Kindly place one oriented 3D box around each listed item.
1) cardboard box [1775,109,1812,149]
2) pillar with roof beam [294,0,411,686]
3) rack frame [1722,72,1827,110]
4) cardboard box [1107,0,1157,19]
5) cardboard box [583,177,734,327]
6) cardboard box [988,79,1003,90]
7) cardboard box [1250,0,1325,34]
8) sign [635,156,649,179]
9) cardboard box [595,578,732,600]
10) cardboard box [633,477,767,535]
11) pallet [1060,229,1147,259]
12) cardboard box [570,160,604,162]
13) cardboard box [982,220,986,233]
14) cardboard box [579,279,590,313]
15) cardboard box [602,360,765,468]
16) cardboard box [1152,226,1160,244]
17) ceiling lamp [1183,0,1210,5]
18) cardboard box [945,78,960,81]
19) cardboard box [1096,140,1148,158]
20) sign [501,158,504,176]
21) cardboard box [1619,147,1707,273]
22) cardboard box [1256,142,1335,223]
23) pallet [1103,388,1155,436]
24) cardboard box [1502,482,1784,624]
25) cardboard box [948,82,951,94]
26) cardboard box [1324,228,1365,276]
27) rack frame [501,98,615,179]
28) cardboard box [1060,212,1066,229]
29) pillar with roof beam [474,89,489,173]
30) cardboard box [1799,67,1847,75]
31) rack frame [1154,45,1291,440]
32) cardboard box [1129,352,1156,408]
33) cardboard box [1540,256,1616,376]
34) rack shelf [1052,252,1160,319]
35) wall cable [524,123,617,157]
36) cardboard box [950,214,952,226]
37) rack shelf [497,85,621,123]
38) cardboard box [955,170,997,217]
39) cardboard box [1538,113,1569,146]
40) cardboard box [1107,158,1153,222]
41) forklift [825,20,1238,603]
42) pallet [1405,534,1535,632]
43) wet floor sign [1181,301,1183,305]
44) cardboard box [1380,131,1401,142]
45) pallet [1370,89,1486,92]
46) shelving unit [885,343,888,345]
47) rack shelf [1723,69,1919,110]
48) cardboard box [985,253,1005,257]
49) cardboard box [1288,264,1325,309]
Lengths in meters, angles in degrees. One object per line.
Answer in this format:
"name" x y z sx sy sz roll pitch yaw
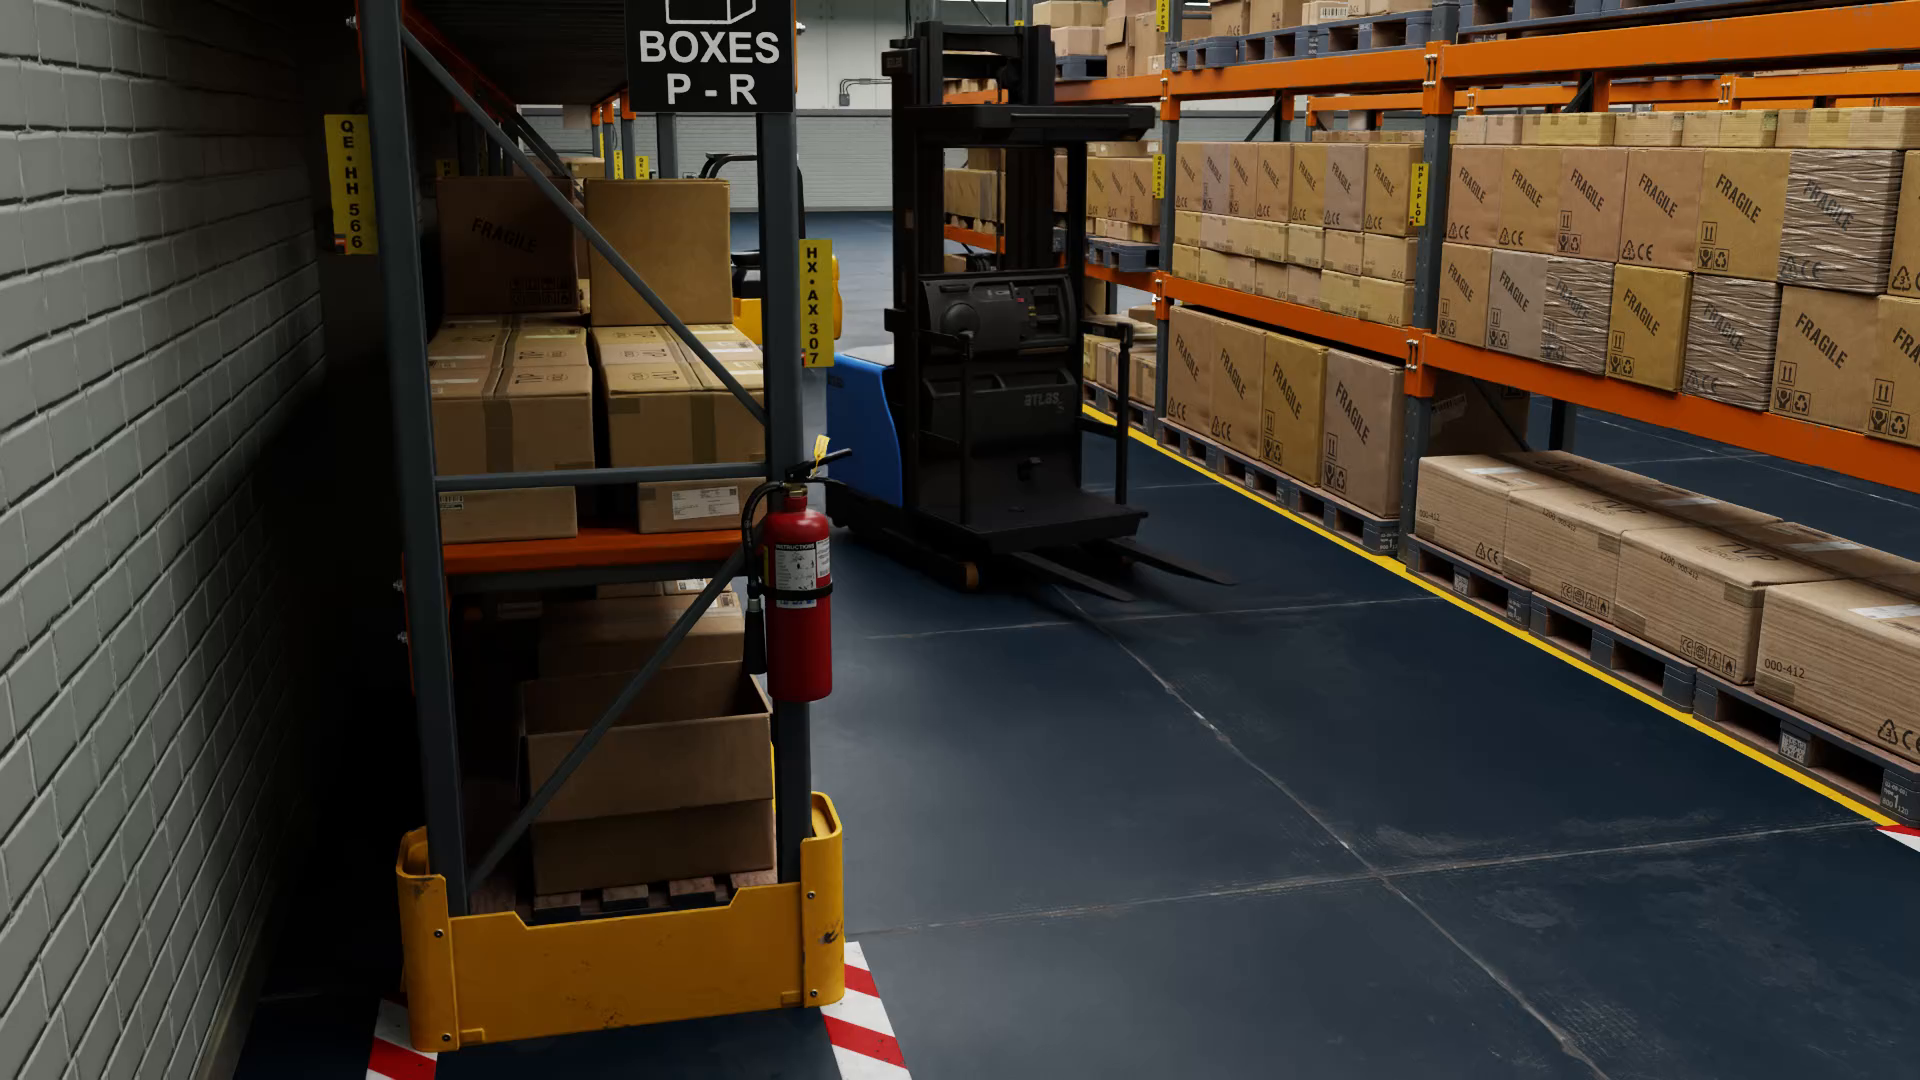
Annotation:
"cardboard box" 3.405 -1.590 6.433 0.380 0.149 0.250 -3 14 -14
"pillar with roof beam" 1.630 -4.021 7.426 9.100 9.000 0.400 -3 14 -13
"rack frame" 6.830 -2.577 14.157 1.000 3.000 0.127 -3 14 -13
"cardboard box" 1.624 -4.671 14.785 0.500 0.250 0.500 -3 14 -12
"cardboard box" -1.100 -1.057 6.042 0.500 0.500 0.500 -3 14 -12
"cardboard box" 0.505 -4.830 17.586 0.380 0.149 0.250 -3 14 -12
"cardboard box" 2.460 -3.770 11.623 0.700 0.500 0.500 -4 14 -16
"sign" -2.256 -2.557 11.801 0.100 0.325 0.005 -3 14 -13
"cardboard box" -1.144 0.382 6.426 0.500 0.500 0.500 -3 14 -12
"cardboard box" -0.713 -0.124 4.645 0.380 0.149 0.250 -3 14 -14
"pallet" 1.538 -2.639 14.815 1.003 0.211 1.213 -3 14 -13
"cardboard box" -3.686 -3.701 16.549 0.380 0.149 0.250 -3 14 -12
"cardboard box" 0.459 -3.431 18.180 0.380 0.149 0.250 -4 14 -14
"cardboard box" -1.485 -1.046 7.576 0.500 0.250 0.500 -3 14 -12
"cardboard box" -0.747 -0.347 4.714 0.500 0.250 0.500 -3 14 -13
"cardboard box" 1.737 -2.423 13.168 0.380 0.149 0.250 -3 14 -11
"ceiling lamp" 7.152 -16.485 46.142 2.000 3.185 0.800 -3 14 -13
"cardboard box" 0.132 -5.405 19.099 0.500 0.250 0.500 -3 14 -14
"cardboard box" 1.384 -3.352 14.239 0.380 0.149 0.250 -4 14 -16
"sign" -4.260 -3.351 15.333 0.100 0.325 0.005 -3 14 -13
"cardboard box" 3.196 -1.414 7.078 0.500 0.500 0.500 -3 14 -14
"cardboard box" 2.268 -2.334 10.845 0.500 0.500 0.500 -3 14 -12
"pallet" 1.861 -1.104 14.001 1.003 0.211 1.213 -3 14 -13
"cardboard box" 3.236 0.042 7.947 0.875 0.438 0.875 -4 14 -15
"cardboard box" 0.075 -5.309 19.545 0.380 0.149 0.250 -4 14 -15
"cardboard box" 2.518 -1.729 9.945 0.500 0.250 0.500 -3 14 -12
"rack frame" -3.721 -2.924 15.573 1.000 3.000 0.127 -3 14 -13
"cardboard box" 1.137 -2.957 15.355 0.380 0.149 0.250 -3 14 -12
"pillar with roof beam" -1.188 -6.790 18.757 9.100 9.000 0.400 -3 14 -13
"cardboard box" 6.830 -3.822 12.718 0.500 0.500 0.500 -3 14 -13
"rack frame" 2.043 -2.278 12.932 1.000 3.000 0.127 -3 14 -13
"cardboard box" 1.920 -1.337 13.730 0.950 0.372 0.625 -4 14 -17
"cardboard box" 3.062 -1.050 7.693 0.500 0.500 0.500 -3 14 -13
"rack shelf" 1.573 -2.390 14.906 1.077 0.370 4.000 -3 14 -13
"wall cable" -11.825 -12.715 49.555 3.097 2.526 0.112 -3 14 -13
"cardboard box" 0.099 -3.789 19.644 0.380 0.149 0.250 -4 14 -15
"rack shelf" -3.251 -3.570 13.414 1.077 0.370 4.000 -3 14 -13
"cardboard box" 0.251 -3.955 18.959 0.500 0.500 0.500 -4 14 -14
"cardboard box" 2.980 -1.942 7.871 0.380 0.149 0.250 -3 14 -14
"cardboard box" 1.534 -2.883 13.687 0.500 0.500 0.500 -4 14 -14
"forklift" 0.331 -1.271 8.954 1.130 2.935 3.031 -8 16 -28
"pallet" 3.085 0.179 8.750 1.003 0.211 1.213 -3 14 -13
"wet floor sign" 3.020 -3.176 21.566 0.267 0.644 0.232 -6 15 -23
"cardboard box" 5.470 -4.559 19.677 0.875 0.550 0.500 -3 14 -13
"pallet" 5.426 -5.385 19.513 1.003 0.211 1.213 -3 14 -13
"shelving unit" -0.478 -0.719 10.657 0.215 1.050 0.252 11 17 38
"rack shelf" 7.300 -3.224 11.998 1.077 0.370 4.000 -3 14 -13
"cardboard box" 0.605 -3.186 19.977 0.500 0.500 0.500 -3 14 -13
"cardboard box" 2.413 -1.607 10.501 0.500 0.250 0.500 -4 14 -15
